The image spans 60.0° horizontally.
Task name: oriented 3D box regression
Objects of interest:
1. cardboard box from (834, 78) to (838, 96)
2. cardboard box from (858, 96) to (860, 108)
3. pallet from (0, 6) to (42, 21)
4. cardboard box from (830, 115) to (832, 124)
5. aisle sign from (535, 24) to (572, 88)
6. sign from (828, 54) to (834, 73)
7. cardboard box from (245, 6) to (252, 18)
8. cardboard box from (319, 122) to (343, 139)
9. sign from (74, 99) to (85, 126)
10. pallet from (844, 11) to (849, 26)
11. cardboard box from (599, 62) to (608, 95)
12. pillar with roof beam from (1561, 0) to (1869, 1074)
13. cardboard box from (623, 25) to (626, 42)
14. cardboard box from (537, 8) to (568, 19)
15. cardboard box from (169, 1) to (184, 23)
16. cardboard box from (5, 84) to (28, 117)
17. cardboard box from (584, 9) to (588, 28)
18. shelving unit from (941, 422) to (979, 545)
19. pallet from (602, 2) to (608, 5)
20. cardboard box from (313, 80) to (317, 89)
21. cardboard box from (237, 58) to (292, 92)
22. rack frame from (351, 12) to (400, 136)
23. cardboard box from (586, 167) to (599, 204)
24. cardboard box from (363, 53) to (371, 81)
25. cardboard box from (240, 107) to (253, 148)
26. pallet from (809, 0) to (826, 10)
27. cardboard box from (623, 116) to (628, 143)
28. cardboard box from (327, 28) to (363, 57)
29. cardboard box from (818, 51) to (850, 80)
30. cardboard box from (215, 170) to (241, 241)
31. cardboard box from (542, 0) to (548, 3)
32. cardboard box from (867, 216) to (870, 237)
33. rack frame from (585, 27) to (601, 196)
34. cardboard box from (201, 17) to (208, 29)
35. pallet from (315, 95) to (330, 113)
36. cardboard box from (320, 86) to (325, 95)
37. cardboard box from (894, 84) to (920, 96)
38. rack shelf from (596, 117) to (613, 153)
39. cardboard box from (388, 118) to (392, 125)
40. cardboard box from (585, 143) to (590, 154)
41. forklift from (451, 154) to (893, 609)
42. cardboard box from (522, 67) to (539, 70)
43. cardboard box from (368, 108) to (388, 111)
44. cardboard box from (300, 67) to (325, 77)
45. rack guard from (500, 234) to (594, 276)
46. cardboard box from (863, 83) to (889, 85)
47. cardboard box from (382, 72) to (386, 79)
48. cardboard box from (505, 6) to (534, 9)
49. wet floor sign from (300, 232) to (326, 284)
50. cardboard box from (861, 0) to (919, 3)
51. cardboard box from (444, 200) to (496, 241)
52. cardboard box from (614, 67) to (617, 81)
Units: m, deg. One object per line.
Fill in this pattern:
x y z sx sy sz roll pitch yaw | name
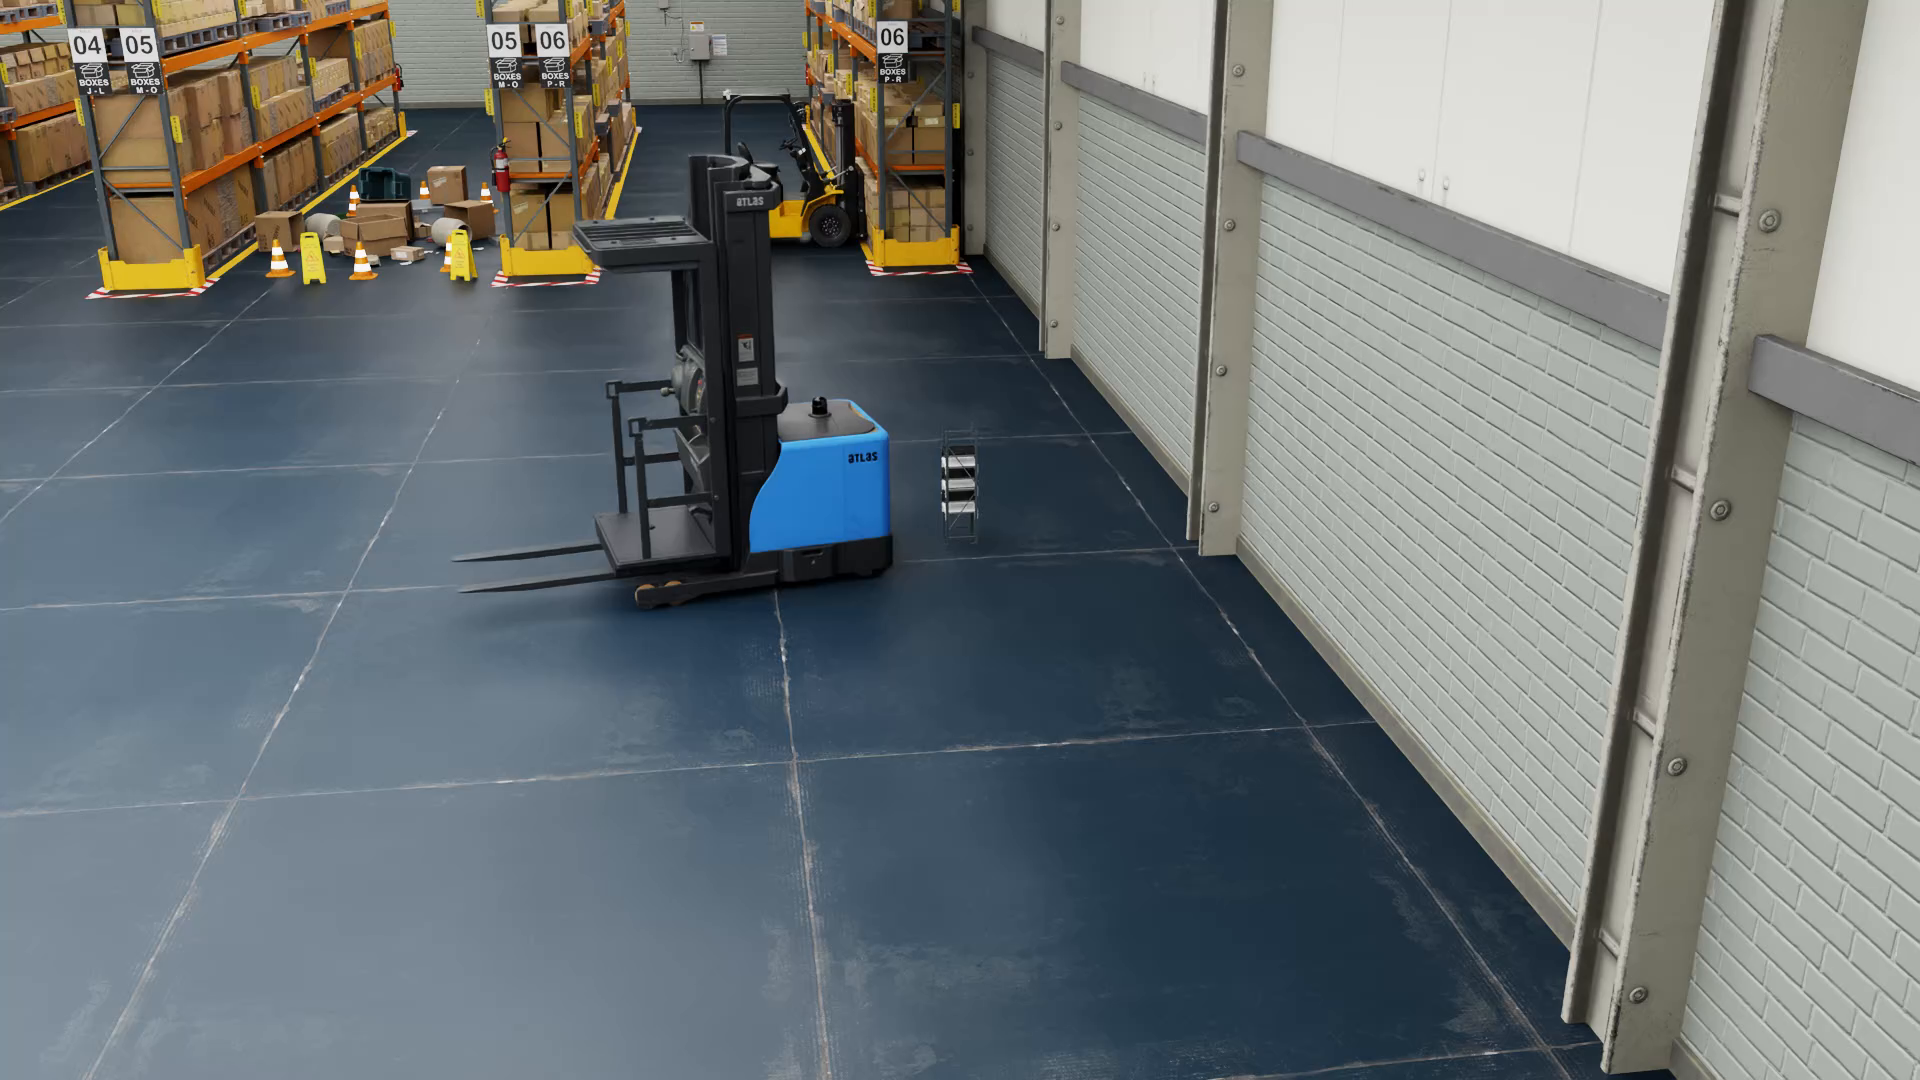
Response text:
-1.961 -7.997 29.340 0.500 0.250 0.500 -3 21 -8 | cardboard box
-1.330 -6.575 24.963 0.380 0.149 0.250 -2 21 -7 | cardboard box
-16.786 -9.173 28.972 1.003 0.211 1.213 -2 21 -5 | pallet
-2.330 -8.214 32.468 0.380 0.149 0.250 -3 21 -8 | cardboard box
-5.201 -6.191 21.289 0.394 0.787 0.004 -3 21 -8 | aisle sign
-2.294 -8.475 29.579 0.100 0.325 0.005 -3 21 -8 | sign
-10.881 -7.982 25.128 0.250 0.149 0.380 -3 21 -8 | cardboard box
-11.545 -7.440 30.249 0.500 0.250 0.500 -3 21 -7 | cardboard box
-10.939 -5.325 20.693 0.100 0.325 0.005 -3 21 -8 | sign
-1.408 -8.700 27.704 1.003 0.211 1.213 -2 21 -5 | pallet
-6.244 -7.810 28.171 0.500 0.500 0.500 -3 21 -9 | cardboard box
-1.479 -1.878 4.883 9.100 9.000 0.400 -3 21 -8 | pillar with roof beam
-7.518 -10.879 35.984 0.500 0.500 0.500 -2 21 -6 | cardboard box
-5.393 -6.949 21.968 0.380 0.149 0.250 -3 21 -8 | cardboard box
-10.290 -6.768 21.308 0.500 0.250 0.500 -3 21 -8 | cardboard box
-16.277 -7.478 28.307 0.500 0.500 0.500 -2 21 -6 | cardboard box
-5.763 -7.698 24.542 0.500 0.250 0.500 -3 21 -8 | cardboard box
-0.001 -0.424 12.566 0.258 0.900 0.210 -3 21 -8 | shelving unit
-6.979 -9.673 30.310 1.003 0.211 1.213 -2 21 -5 | pallet
-11.466 -7.954 29.058 0.380 0.149 0.250 -2 21 -5 | cardboard box
-11.425 -7.648 27.335 0.700 0.500 0.500 -3 21 -9 | cardboard box
-12.707 -10.234 35.829 1.000 3.000 0.127 -3 21 -8 | rack frame
-5.667 -5.256 24.760 0.500 0.500 0.500 -3 21 -7 | cardboard box
-12.031 -9.390 33.003 0.500 0.500 0.500 -3 21 -8 | cardboard box
-10.912 -6.022 24.339 0.875 0.550 0.550 -3 21 -8 | cardboard box
-2.311 -10.473 32.451 1.213 0.211 1.003 -3 21 -8 | pallet
-7.231 -8.353 33.855 0.875 0.438 0.875 -3 21 -9 | cardboard box
-11.954 -9.672 32.328 0.500 0.500 0.500 -2 21 -6 | cardboard box
-2.412 -9.271 32.508 0.700 0.500 0.500 -3 21 -7 | cardboard box
-10.822 -4.747 23.576 0.875 0.875 0.875 -3 21 -7 | cardboard box
-6.303 -8.324 25.328 0.500 0.250 0.500 -2 21 -7 | cardboard box
-1.048 -4.459 23.696 0.500 0.250 0.500 -3 21 -8 | cardboard box
-6.093 -6.364 25.468 1.000 3.000 0.127 -3 21 -8 | rack frame
-10.387 -6.972 22.424 0.380 0.149 0.250 -3 21 -8 | cardboard box
-11.762 -7.616 29.093 1.213 0.211 1.003 -3 21 -8 | pallet
-11.537 -7.988 29.575 0.380 0.149 0.250 -2 21 -5 | cardboard box
-0.790 -6.830 25.221 0.380 0.149 0.250 -3 21 -8 | cardboard box
-6.382 -6.719 27.447 1.077 0.370 4.000 -3 21 -8 | rack shelf
-12.272 -8.886 35.271 0.380 0.149 0.250 -4 21 -10 | cardboard box
-5.515 -5.621 23.838 0.380 0.149 0.250 -3 21 -7 | cardboard box
-2.058 -1.106 11.489 3.031 2.935 1.130 -7 22 -19 | forklift
-6.147 -6.502 23.840 0.700 0.500 0.500 -3 21 -9 | cardboard box
-12.400 -9.113 35.454 0.380 0.149 0.250 -3 21 -7 | cardboard box
-11.579 -8.355 29.707 0.380 0.149 0.250 -2 21 -5 | cardboard box
-5.528 -3.834 22.267 1.175 0.500 0.348 -3 21 -8 | rack guard
-1.285 -6.895 25.395 0.380 0.149 0.250 -3 21 -7 | cardboard box
-12.271 -9.756 34.910 0.380 0.149 0.250 -2 21 -6 | cardboard box
-5.926 -7.096 22.361 0.380 0.149 0.250 -3 21 -8 | cardboard box
-8.437 -3.681 21.650 0.267 0.644 0.232 -7 21 -17 | wet floor sign
-1.006 -7.633 23.687 0.797 0.503 0.637 -2 21 -6 | cardboard box
-7.285 -4.754 24.727 0.500 0.500 0.500 12 24 29 | cardboard box
-6.782 -8.805 31.505 0.500 0.250 0.500 -2 21 -6 | cardboard box
